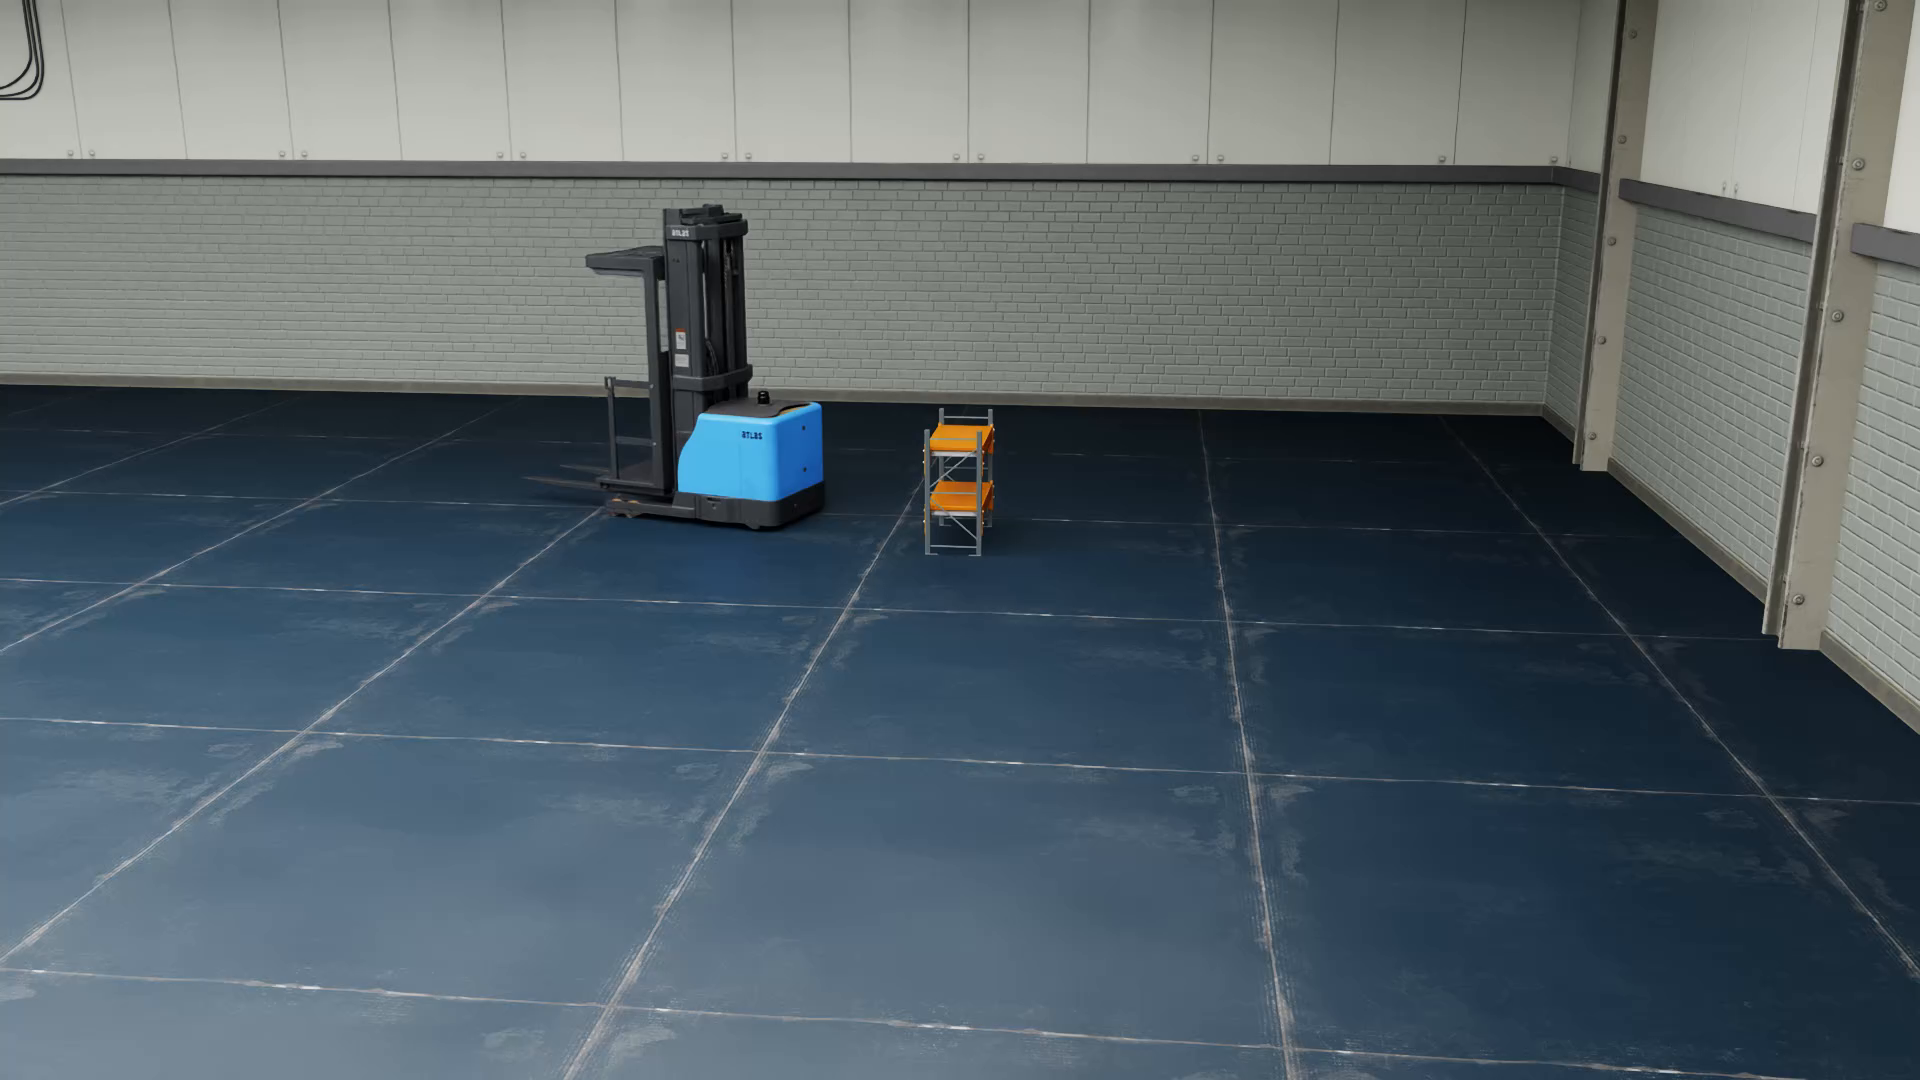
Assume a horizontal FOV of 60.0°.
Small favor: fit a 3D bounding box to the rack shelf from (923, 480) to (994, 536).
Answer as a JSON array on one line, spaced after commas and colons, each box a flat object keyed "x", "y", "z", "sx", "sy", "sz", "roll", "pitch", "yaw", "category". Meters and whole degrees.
[{"x": -0.001, "y": -0.305, "z": 15.161, "sx": 0.538, "sy": 0.278, "sz": 1.000, "roll": 2, "pitch": 15, "yaw": 6, "category": "rack shelf"}]

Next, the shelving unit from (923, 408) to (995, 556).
[{"x": -0.001, "y": -0.541, "z": 15.097, "sx": 0.538, "sy": 1.125, "sz": 1.048, "roll": 2, "pitch": 15, "yaw": 6, "category": "shelving unit"}]

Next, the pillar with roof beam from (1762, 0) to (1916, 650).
[{"x": 1.957, "y": -3.716, "z": 11.751, "sx": 9.100, "sy": 9.000, "sz": 0.400, "roll": 2, "pitch": 15, "yaw": 6, "category": "pillar with roof beam"}]

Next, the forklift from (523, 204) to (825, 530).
[{"x": -2.881, "y": -1.746, "z": 16.090, "sx": 3.031, "sy": 2.935, "sz": 1.130, "roll": 7, "pitch": 16, "yaw": 23, "category": "forklift"}]

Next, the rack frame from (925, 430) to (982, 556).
[{"x": -0.058, "y": -0.409, "z": 14.609, "sx": 0.500, "sy": 1.125, "sz": 0.032, "roll": 2, "pitch": 15, "yaw": 6, "category": "rack frame"}]

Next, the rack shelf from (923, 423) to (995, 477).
[{"x": -0.001, "y": -0.824, "z": 15.020, "sx": 0.538, "sy": 0.278, "sz": 1.000, "roll": 2, "pitch": 15, "yaw": 6, "category": "rack shelf"}]

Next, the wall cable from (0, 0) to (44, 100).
[{"x": -13.310, "y": -8.156, "z": 21.657, "sx": 2.305, "sy": 6.003, "sz": 0.169, "roll": 2, "pitch": 15, "yaw": 6, "category": "wall cable"}]

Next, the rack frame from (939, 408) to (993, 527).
[{"x": 0.057, "y": -0.673, "z": 15.584, "sx": 0.500, "sy": 1.125, "sz": 0.032, "roll": 2, "pitch": 15, "yaw": 6, "category": "rack frame"}]

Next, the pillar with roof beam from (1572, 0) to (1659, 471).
[{"x": 2.634, "y": -5.272, "z": 17.506, "sx": 9.100, "sy": 9.000, "sz": 0.400, "roll": 2, "pitch": 15, "yaw": 6, "category": "pillar with roof beam"}]
